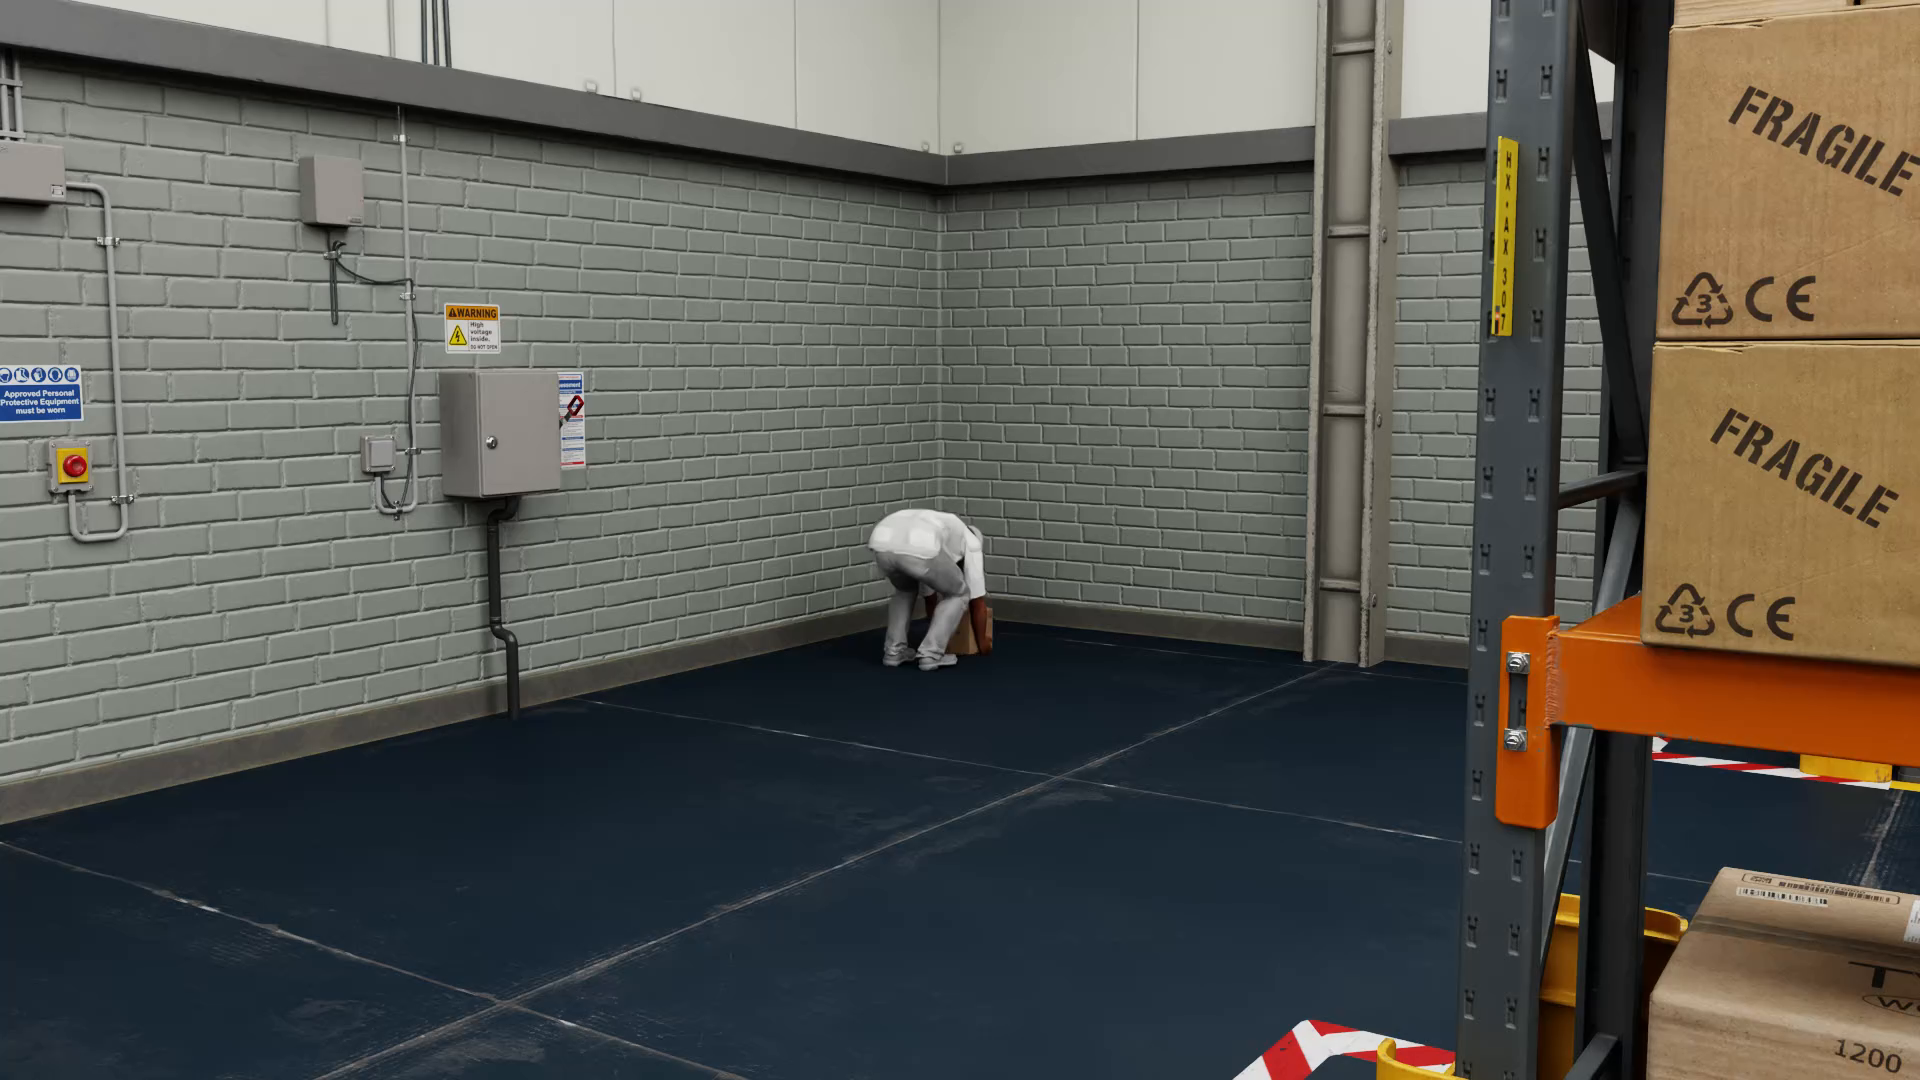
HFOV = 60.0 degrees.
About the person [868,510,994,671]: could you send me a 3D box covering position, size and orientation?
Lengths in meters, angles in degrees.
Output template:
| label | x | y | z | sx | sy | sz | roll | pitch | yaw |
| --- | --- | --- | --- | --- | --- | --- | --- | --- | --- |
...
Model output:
| label | x | y | z | sx | sy | sz | roll | pitch | yaw |
| --- | --- | --- | --- | --- | --- | --- | --- | --- | --- |
| person | -0.152 | 0.258 | 9.753 | 0.510 | 0.914 | 0.976 | 4 | 7 | 31 |
